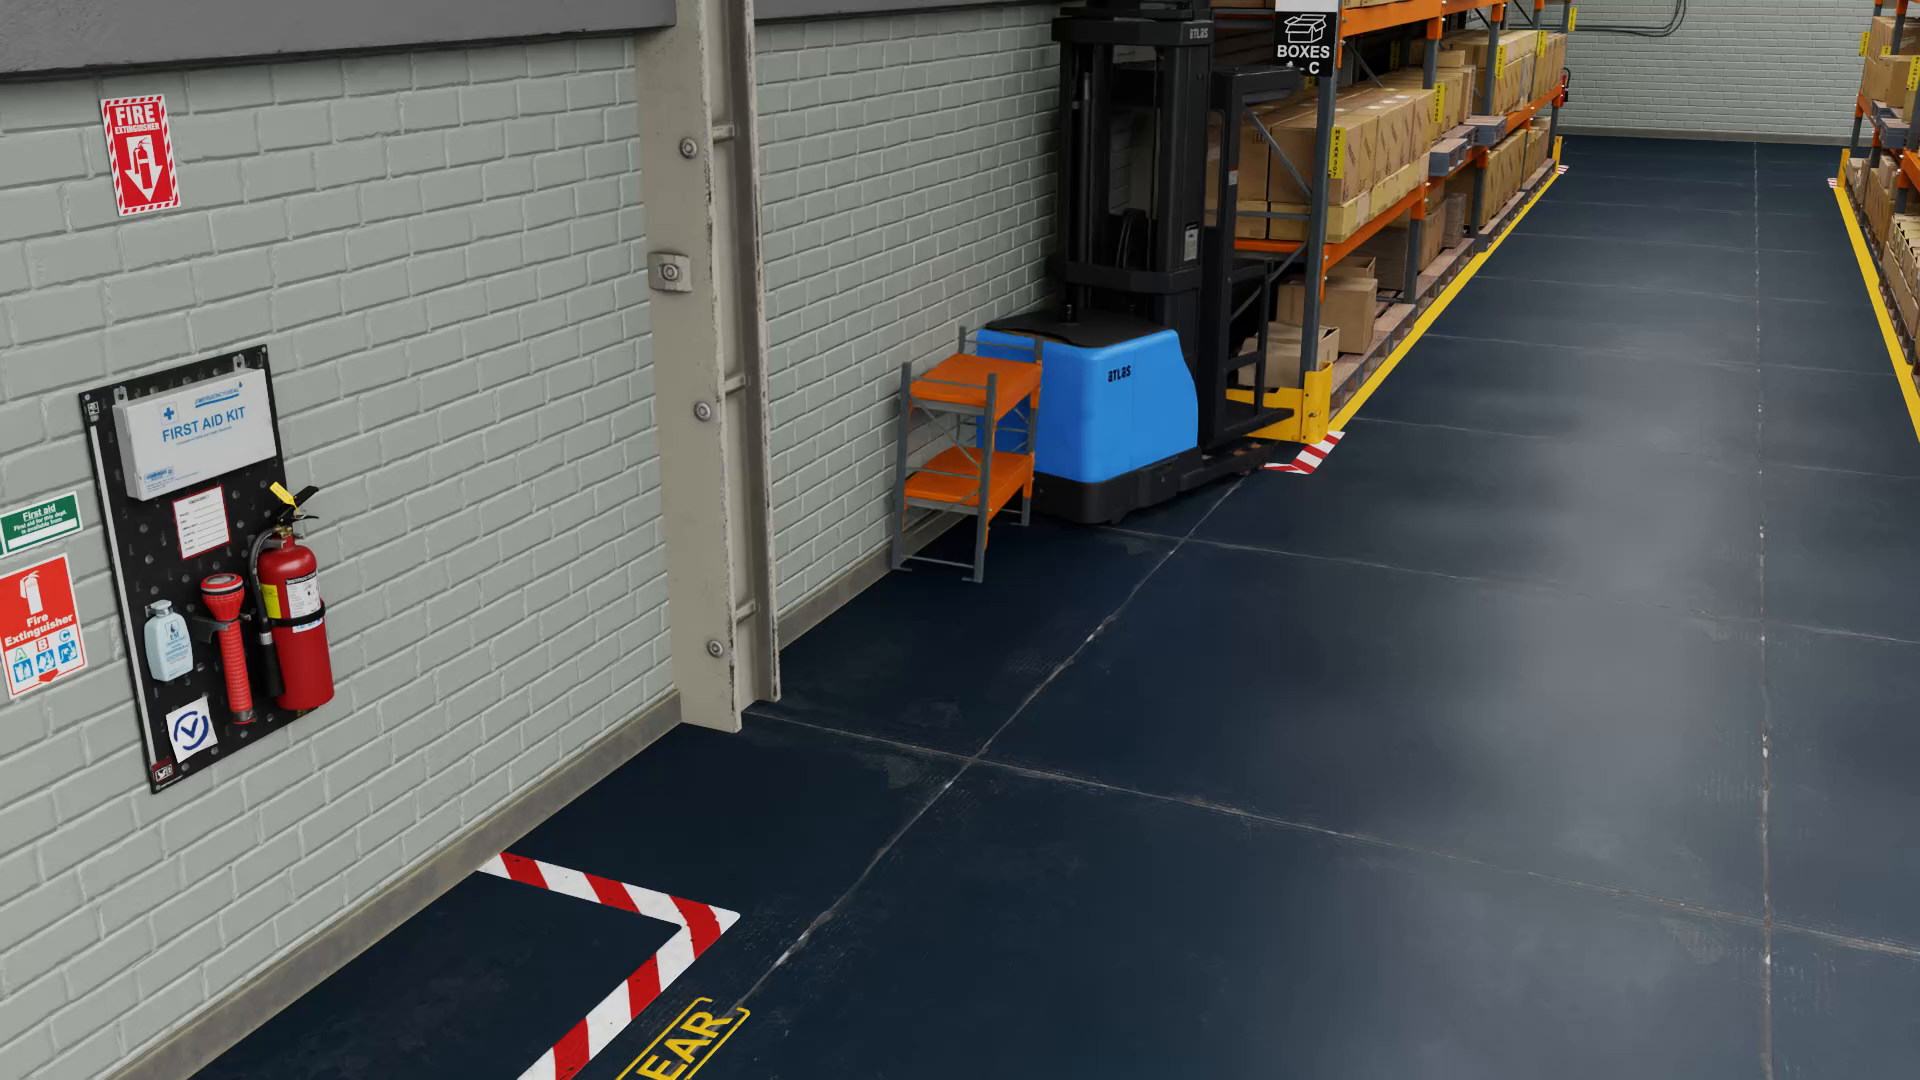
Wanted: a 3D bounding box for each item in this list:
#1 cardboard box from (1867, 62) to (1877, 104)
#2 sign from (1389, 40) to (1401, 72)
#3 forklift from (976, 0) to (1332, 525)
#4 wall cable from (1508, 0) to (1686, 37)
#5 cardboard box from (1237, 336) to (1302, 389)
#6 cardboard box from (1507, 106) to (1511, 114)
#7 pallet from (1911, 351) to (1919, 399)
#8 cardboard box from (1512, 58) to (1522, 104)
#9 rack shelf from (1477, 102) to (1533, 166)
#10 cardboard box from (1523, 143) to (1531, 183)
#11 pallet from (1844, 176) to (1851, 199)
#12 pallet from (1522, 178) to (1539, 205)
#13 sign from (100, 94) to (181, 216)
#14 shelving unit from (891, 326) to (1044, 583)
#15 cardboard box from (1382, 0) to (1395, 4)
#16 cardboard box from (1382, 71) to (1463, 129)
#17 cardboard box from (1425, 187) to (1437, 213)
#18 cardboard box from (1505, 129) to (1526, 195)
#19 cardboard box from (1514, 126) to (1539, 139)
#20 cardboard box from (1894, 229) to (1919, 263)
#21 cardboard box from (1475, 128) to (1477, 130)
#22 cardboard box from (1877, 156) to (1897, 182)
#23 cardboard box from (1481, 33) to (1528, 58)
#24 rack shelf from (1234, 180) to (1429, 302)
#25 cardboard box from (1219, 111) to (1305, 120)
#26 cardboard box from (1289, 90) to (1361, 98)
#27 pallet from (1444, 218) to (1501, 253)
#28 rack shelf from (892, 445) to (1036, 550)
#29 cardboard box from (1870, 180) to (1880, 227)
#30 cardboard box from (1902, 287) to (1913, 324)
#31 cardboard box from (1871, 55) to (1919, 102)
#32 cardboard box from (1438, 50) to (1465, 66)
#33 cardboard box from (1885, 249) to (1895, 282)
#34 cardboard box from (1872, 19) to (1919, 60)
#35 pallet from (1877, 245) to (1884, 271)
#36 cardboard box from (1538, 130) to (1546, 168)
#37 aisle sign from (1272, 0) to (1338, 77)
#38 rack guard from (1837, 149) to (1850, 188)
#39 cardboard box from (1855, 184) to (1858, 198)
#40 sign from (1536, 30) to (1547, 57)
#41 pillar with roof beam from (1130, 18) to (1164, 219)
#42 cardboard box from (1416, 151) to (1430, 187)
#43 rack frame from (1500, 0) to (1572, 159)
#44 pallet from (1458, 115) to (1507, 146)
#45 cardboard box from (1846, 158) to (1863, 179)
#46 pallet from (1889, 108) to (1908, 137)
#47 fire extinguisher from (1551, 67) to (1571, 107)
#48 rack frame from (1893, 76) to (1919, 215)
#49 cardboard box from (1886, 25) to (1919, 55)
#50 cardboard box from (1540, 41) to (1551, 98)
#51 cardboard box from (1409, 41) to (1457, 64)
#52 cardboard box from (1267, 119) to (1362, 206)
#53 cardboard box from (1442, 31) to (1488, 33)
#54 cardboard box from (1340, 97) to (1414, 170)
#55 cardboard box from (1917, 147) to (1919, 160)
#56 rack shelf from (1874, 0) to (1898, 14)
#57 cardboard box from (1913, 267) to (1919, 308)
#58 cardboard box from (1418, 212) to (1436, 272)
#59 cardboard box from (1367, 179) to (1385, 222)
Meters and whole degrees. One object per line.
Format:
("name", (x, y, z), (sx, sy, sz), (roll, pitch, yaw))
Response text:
("cardboard box", (11.965, -5.864, 21.332), (0.500, 0.500, 0.500), (9, 21, 23))
("sign", (4.704, -5.234, 17.982), (0.100, 0.325, 0.005), (9, 21, 23))
("forklift", (1.363, -1.887, 10.401), (1.130, 2.935, 3.031), (16, 25, 38))
("wall cable", (11.130, -10.102, 29.080), (3.097, 2.526, 0.112), (9, 21, 23))
("cardboard box", (2.301, -1.307, 12.025), (0.500, 0.311, 0.500), (6, 20, 17))
("cardboard box", (6.409, -5.203, 19.966), (0.380, 0.149, 0.250), (8, 21, 21))
("pallet", (7.731, -1.161, 12.418), (1.003, 0.211, 1.213), (9, 21, 23))
("cardboard box", (6.277, -5.394, 19.536), (0.500, 0.500, 0.500), (9, 22, 24))
("rack shelf", (6.031, -4.886, 19.804), (1.077, 0.370, 4.000), (9, 21, 23))
("cardboard box", (7.250, -5.071, 22.354), (0.700, 0.500, 0.500), (9, 21, 23))
("pallet", (12.652, -4.799, 22.649), (1.003, 0.211, 1.213), (9, 21, 23))
("pallet", (7.233, -4.744, 22.493), (1.003, 0.211, 1.213), (9, 21, 23))
("sign", (-2.165, -1.020, 4.399), (0.001, 0.298, 0.199), (9, 21, 23))
("shelving unit", (0.053, -0.497, 9.115), (0.538, 1.125, 1.048), (9, 20, 14))
("cardboard box", (2.762, -4.024, 11.652), (0.500, 0.500, 0.500), (10, 22, 25))
("cardboard box", (4.539, -4.339, 16.386), (0.700, 0.500, 0.500), (9, 21, 23))
("cardboard box", (4.468, -3.445, 16.635), (0.500, 0.250, 0.500), (8, 21, 22))
("cardboard box", (6.702, -4.805, 21.084), (0.750, 0.750, 0.750), (9, 21, 23))
("cardboard box", (7.770, -5.616, 22.918), (0.380, 0.149, 0.250), (8, 21, 21))
("cardboard box", (8.832, -2.664, 15.123), (0.500, 0.311, 0.500), (8, 21, 21))
("cardboard box", (5.558, -4.573, 18.197), (0.380, 0.149, 0.250), (8, 21, 22))
("cardboard box", (10.541, -4.120, 18.533), (0.500, 0.250, 0.500), (9, 21, 23))
("cardboard box", (6.465, -5.897, 19.833), (0.500, 0.250, 0.500), (9, 21, 24))
("rack shelf", (2.755, -2.440, 12.927), (1.077, 0.370, 4.000), (9, 21, 23))
("cardboard box", (2.150, -2.786, 11.900), (0.500, 0.500, 0.500), (9, 21, 23))
("cardboard box", (2.976, -3.410, 13.656), (0.500, 0.500, 0.500), (8, 21, 22))
("pallet", (5.603, -3.530, 19.080), (1.003, 0.211, 1.213), (9, 21, 23))
("rack shelf", (0.038, -0.266, 9.195), (0.538, 0.278, 1.000), (9, 20, 14))
("cardboard box", (10.530, -3.756, 18.628), (0.500, 0.500, 0.500), (9, 21, 23))
("cardboard box", (8.209, -1.935, 13.911), (0.500, 0.250, 0.500), (8, 21, 22))
("cardboard box", (10.973, -5.288, 19.087), (0.700, 0.500, 0.500), (2, 20, 4))
("cardboard box", (5.098, -5.064, 17.457), (0.380, 0.149, 0.250), (6, 20, 16))
("cardboard box", (9.045, -2.564, 15.677), (0.500, 0.250, 0.500), (8, 21, 21))
("cardboard box", (12.170, -6.486, 21.588), (0.500, 0.500, 0.500), (9, 21, 23))
("pallet", (10.073, -2.844, 17.151), (1.003, 0.211, 1.213), (9, 21, 23))
("cardboard box", (8.087, -5.698, 24.119), (0.700, 0.500, 0.500), (8, 21, 23))
("aisle sign", (2.180, -3.329, 10.475), (0.394, 0.787, 0.004), (9, 21, 23))
("rack guard", (12.977, -5.179, 23.286), (1.175, 0.500, 0.348), (9, 21, 23))
("cardboard box", (11.444, -4.358, 20.843), (0.380, 0.149, 0.250), (9, 21, 23))
("sign", (7.349, -6.273, 21.021), (0.100, 0.325, 0.005), (9, 21, 23))
("pillar with roof beam", (5.361, -4.736, 9.357), (9.100, 9.000, 0.400), (9, 21, 23))
("cardboard box", (3.656, -3.143, 14.024), (0.500, 0.250, 0.500), (9, 21, 23))
("rack frame", (8.488, -7.059, 24.841), (1.000, 3.000, 0.127), (9, 21, 23))
("pallet", (5.017, -4.290, 17.343), (1.213, 0.211, 1.003), (9, 21, 23))
("cardboard box", (12.322, -5.012, 22.532), (0.500, 0.250, 0.500), (9, 21, 23))
("pallet", (10.525, -4.439, 17.762), (1.003, 0.211, 1.213), (9, 21, 23))
("fire extinguisher", (8.971, -6.830, 24.868), (0.296, 0.674, 0.183), (9, 21, 23))
("rack frame", (9.733, -3.935, 16.056), (1.000, 3.000, 0.127), (9, 21, 23))
("cardboard box", (11.341, -5.866, 19.845), (0.500, 0.500, 0.500), (9, 21, 23))
("cardboard box", (7.391, -6.363, 22.438), (0.980, 0.700, 0.700), (8, 21, 21))
("cardboard box", (5.161, -5.338, 18.259), (0.500, 0.250, 0.500), (9, 22, 24))
("cardboard box", (2.406, -2.565, 11.278), (0.500, 0.500, 0.500), (9, 21, 23))
("cardboard box", (6.216, -6.120, 20.460), (0.500, 0.250, 0.500), (9, 21, 23))
("cardboard box", (3.247, -3.190, 13.036), (0.500, 0.500, 0.500), (8, 21, 21))
("cardboard box", (9.190, -3.646, 15.377), (0.500, 0.311, 0.500), (8, 21, 22))
("rack shelf", (12.190, -6.843, 20.832), (1.077, 0.370, 4.000), (9, 21, 23))
("cardboard box", (7.999, -2.042, 13.373), (0.500, 0.311, 0.500), (9, 21, 23))
("cardboard box", (4.272, -2.963, 16.397), (0.700, 0.500, 0.500), (9, 21, 23))
("cardboard box", (2.839, -2.528, 12.294), (0.500, 0.250, 0.500), (8, 21, 22))
